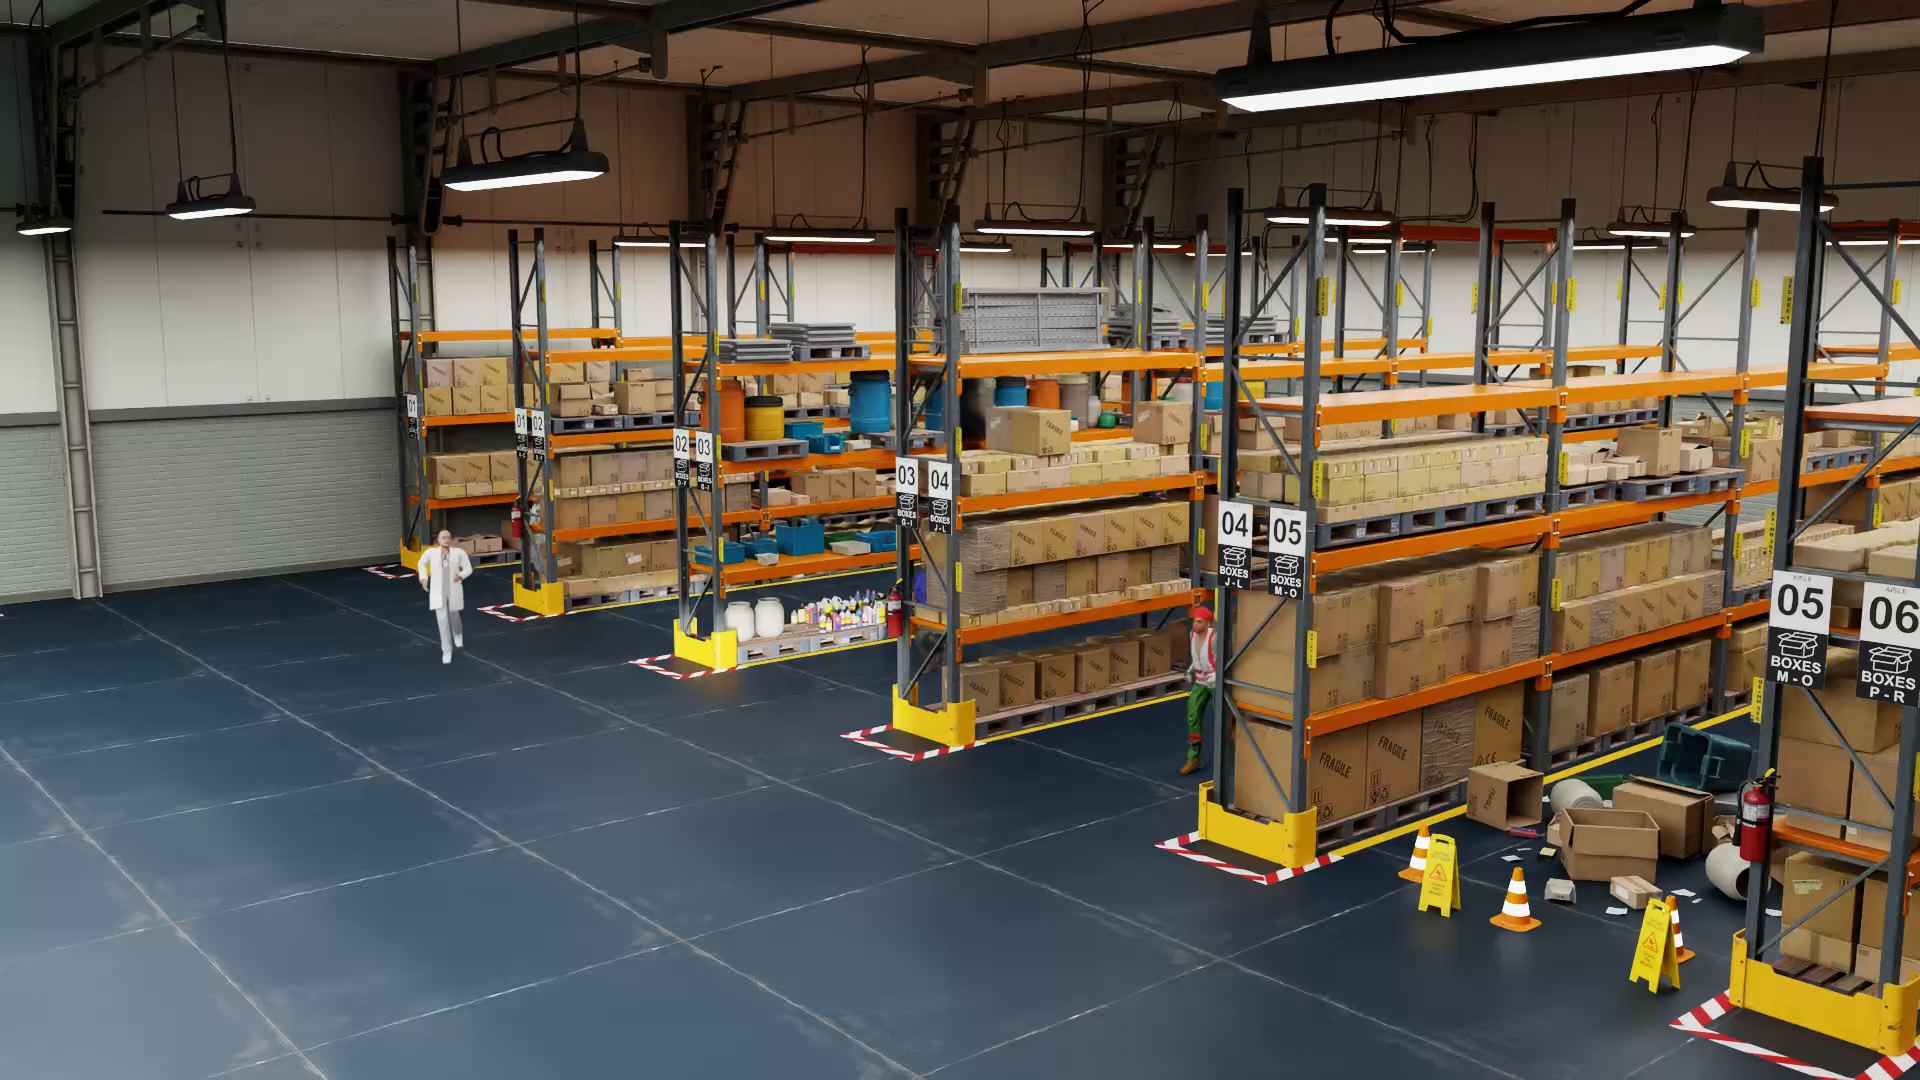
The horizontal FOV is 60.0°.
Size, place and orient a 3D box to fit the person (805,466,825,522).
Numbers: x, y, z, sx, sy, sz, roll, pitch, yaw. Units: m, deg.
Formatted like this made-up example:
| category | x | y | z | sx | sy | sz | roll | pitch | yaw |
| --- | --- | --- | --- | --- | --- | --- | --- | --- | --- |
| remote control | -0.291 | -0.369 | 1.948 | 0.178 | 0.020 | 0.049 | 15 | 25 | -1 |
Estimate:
| category | x | y | z | sx | sy | sz | roll | pitch | yaw |
| --- | --- | --- | --- | --- | --- | --- | --- | --- | --- |
| person | -2.768 | -0.632 | 32.440 | 0.562 | 1.655 | 0.589 | 9 | 12 | 44 |

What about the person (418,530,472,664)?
| category | x | y | z | sx | sy | sz | roll | pitch | yaw |
| --- | --- | --- | --- | --- | --- | --- | --- | --- | --- |
| person | -7.136 | 0.742 | 23.106 | 0.711 | 1.784 | 1.048 | -3 | 9 | -20 |

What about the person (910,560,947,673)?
| category | x | y | z | sx | sy | sz | roll | pitch | yaw |
| --- | --- | --- | --- | --- | --- | --- | --- | --- | --- |
| person | -0.456 | 0.983 | 22.154 | 0.570 | 1.617 | 0.529 | 7 | 11 | 38 |

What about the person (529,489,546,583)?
| category | x | y | z | sx | sy | sz | roll | pitch | yaw |
| --- | --- | --- | --- | --- | --- | --- | --- | --- | --- |
| person | -7.322 | -0.067 | 28.844 | 0.611 | 1.658 | 0.524 | 7 | 11 | 37 |

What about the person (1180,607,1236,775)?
| category | x | y | z | sx | sy | sz | roll | pitch | yaw |
| --- | --- | --- | --- | --- | --- | --- | --- | --- | --- |
| person | 2.734 | 1.563 | 17.930 | 0.659 | 1.771 | 1.121 | 8 | 12 | 42 |
